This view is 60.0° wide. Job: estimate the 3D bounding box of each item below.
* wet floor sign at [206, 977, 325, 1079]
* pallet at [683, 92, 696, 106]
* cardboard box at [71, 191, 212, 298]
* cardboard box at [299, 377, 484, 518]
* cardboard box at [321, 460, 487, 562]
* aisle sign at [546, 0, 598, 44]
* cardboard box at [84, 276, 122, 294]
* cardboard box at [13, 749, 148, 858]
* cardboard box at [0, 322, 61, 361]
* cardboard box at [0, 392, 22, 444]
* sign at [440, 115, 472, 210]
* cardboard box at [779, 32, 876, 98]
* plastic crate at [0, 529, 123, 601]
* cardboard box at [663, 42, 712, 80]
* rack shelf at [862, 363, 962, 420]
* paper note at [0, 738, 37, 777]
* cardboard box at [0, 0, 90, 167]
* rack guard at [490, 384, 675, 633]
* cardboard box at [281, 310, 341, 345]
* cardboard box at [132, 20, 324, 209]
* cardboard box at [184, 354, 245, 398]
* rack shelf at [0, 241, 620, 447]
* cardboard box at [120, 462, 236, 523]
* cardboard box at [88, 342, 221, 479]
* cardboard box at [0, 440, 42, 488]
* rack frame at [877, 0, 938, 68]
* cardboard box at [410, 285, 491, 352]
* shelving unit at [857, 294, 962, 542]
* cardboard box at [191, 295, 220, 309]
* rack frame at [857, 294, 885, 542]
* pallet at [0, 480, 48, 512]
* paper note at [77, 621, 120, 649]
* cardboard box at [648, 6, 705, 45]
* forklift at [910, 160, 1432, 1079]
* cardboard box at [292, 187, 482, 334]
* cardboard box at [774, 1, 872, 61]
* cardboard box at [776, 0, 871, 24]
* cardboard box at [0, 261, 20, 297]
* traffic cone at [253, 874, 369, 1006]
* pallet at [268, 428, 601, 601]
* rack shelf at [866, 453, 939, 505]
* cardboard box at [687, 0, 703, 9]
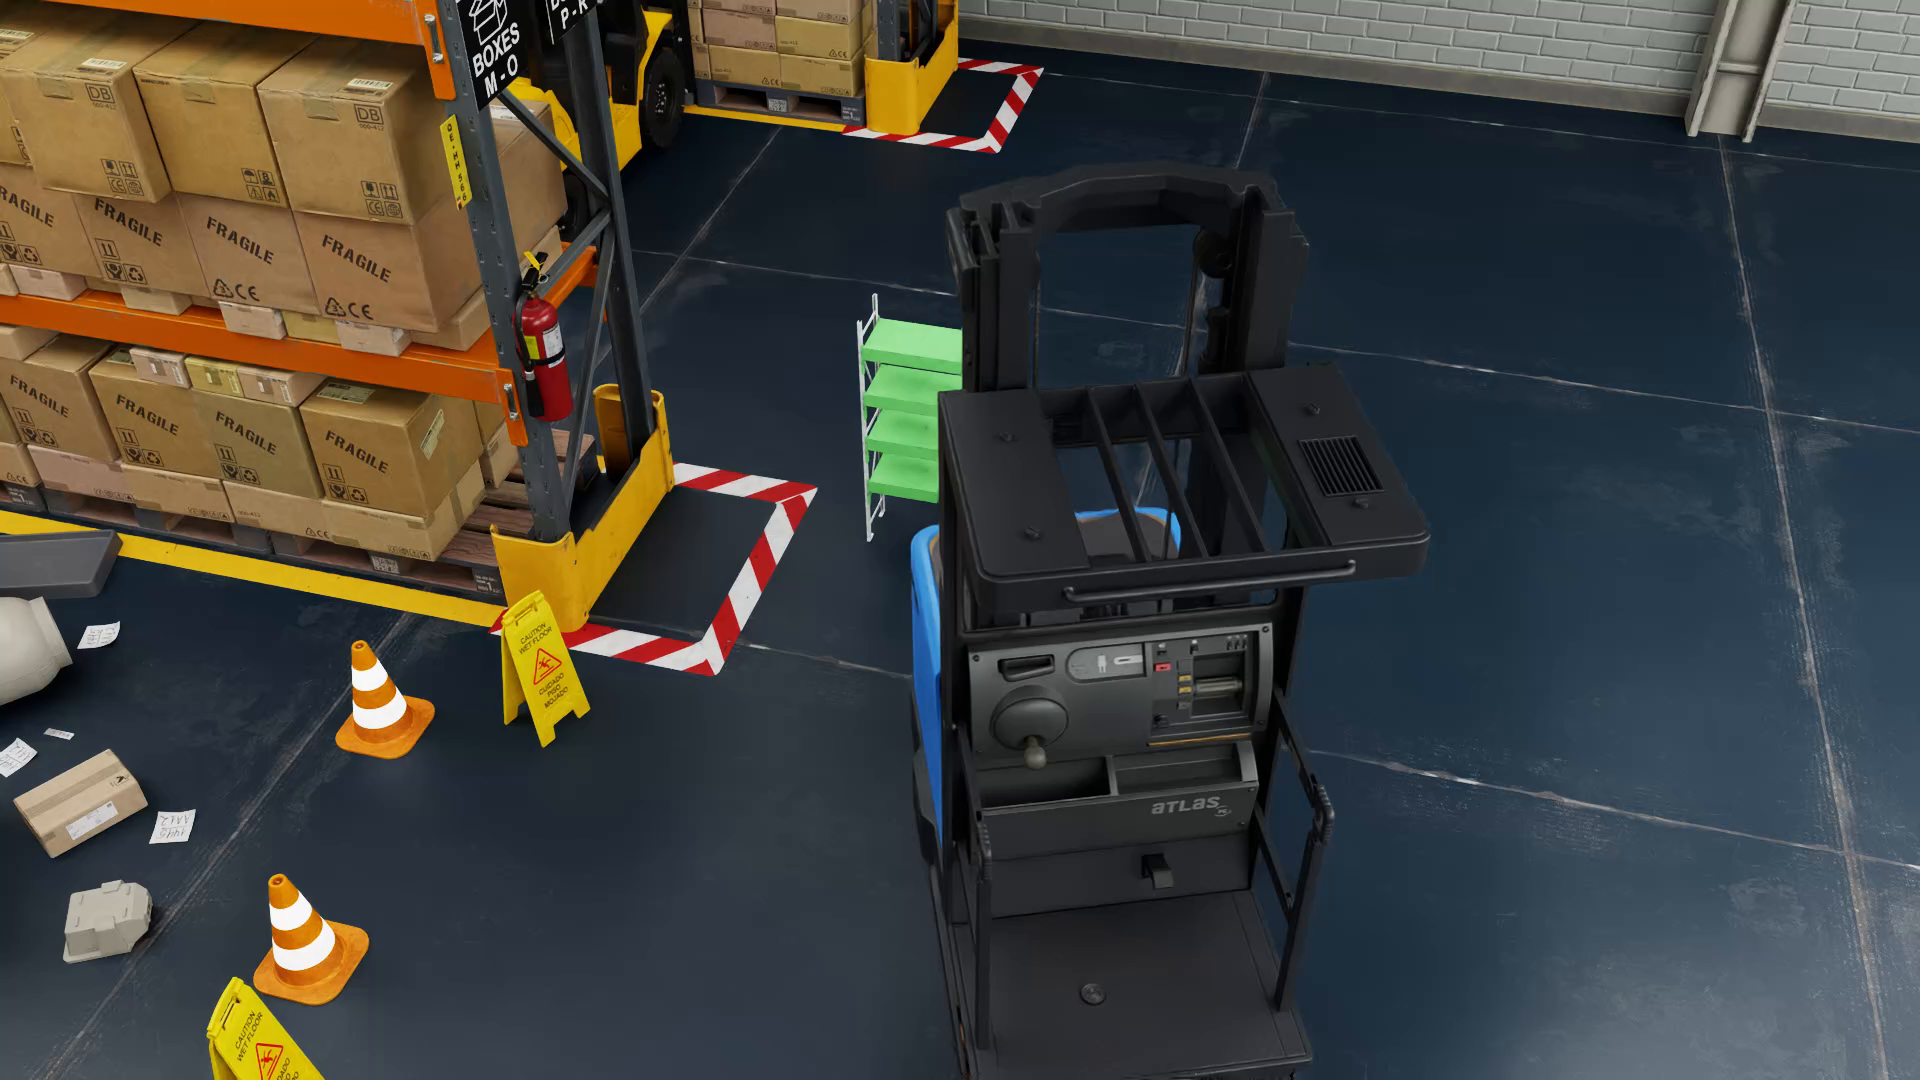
[{"bbox_3d":[-2.261,1.657,5.299,0.232,0.644,0.267,3,40,4],"label":"wet floor sign"},{"bbox_3d":[-2.263,-3.433,11.698,1.213,0.211,1.003,10,41,11],"label":"pallet"},{"bbox_3d":[-3.179,-1.354,6.745,0.500,0.500,0.500,10,41,11],"label":"cardboard box"},{"bbox_3d":[-2.460,-0.477,7.239,0.500,0.500,0.500,10,41,12],"label":"cardboard box"},{"bbox_3d":[-2.492,-0.190,7.480,0.500,0.250,0.500,10,41,11],"label":"cardboard box"},{"bbox_3d":[-1.478,-2.289,6.146,0.004,0.787,0.394,10,41,11],"label":"aisle sign"},{"bbox_3d":[-3.507,-1.210,7.078,0.250,0.149,0.380,10,41,11],"label":"cardboard box"},{"bbox_3d":[-3.406,1.018,6.447,0.250,0.149,0.380,33,50,33],"label":"cardboard box"},{"bbox_3d":[-4.119,-0.968,7.319,0.250,0.149,0.380,12,41,14],"label":"cardboard box"},{"bbox_3d":[-4.462,-0.823,7.651,0.500,0.500,0.500,11,41,13],"label":"cardboard box"},{"bbox_3d":[-1.781,-1.334,5.884,0.005,0.325,0.100,10,41,11],"label":"sign"},{"bbox_3d":[-0.875,-3.185,11.046,0.500,0.250,0.500,10,41,12],"label":"cardboard box"},{"bbox_3d":[-4.178,0.113,7.578,0.583,0.080,0.402,-3,40,-4],"label":"plastic crate"},{"bbox_3d":[-1.833,-3.362,11.257,0.500,0.250,0.500,10,41,12],"label":"cardboard box"},{"bbox_3d":[-0.160,-0.622,7.308,0.480,0.148,0.258,10,41,11],"label":"rack shelf"},{"bbox_3d":[-3.828,0.876,6.717,0.142,0.019,0.148,24,46,26],"label":"paper note"},{"bbox_3d":[-3.621,-1.874,6.587,0.500,0.500,0.700,10,41,11],"label":"cardboard box"},{"bbox_3d":[-1.692,-0.166,7.584,0.348,0.500,1.175,10,41,11],"label":"rack guard"},{"bbox_3d":[-2.551,-0.973,6.796,0.250,0.149,0.380,9,41,11],"label":"cardboard box"},{"bbox_3d":[-2.655,-1.684,6.361,0.500,0.500,0.700,10,41,12],"label":"cardboard box"},{"bbox_3d":[-3.074,-0.789,7.105,0.250,0.149,0.380,10,41,12],"label":"cardboard box"},{"bbox_3d":[-3.551,-1.168,7.392,4.000,0.370,1.077,10,41,11],"label":"rack shelf"},{"bbox_3d":[-3.474,-0.361,7.683,0.500,0.250,0.500,8,41,10],"label":"cardboard box"},{"bbox_3d":[-3.451,-0.650,7.444,0.500,0.500,0.500,9,41,10],"label":"cardboard box"},{"bbox_3d":[-4.464,-0.536,7.892,0.500,0.250,0.500,12,41,14],"label":"cardboard box"},{"bbox_3d":[-0.339,-4.195,10.437,0.127,3.000,1.000,10,41,11],"label":"rack frame"},{"bbox_3d":[-2.035,-0.944,6.761,0.250,0.149,0.380,11,41,13],"label":"cardboard box"},{"bbox_3d":[-0.160,-0.487,7.421,0.503,1.200,0.258,10,41,11],"label":"shelving unit"},{"bbox_3d":[-3.018,-1.127,6.979,0.250,0.149,0.380,10,41,12],"label":"cardboard box"},{"bbox_3d":[-0.396,-0.528,7.470,0.015,1.200,0.240,10,41,11],"label":"rack frame"},{"bbox_3d":[-4.825,-0.618,8.347,1.213,0.211,1.003,10,41,11],"label":"pallet"},{"bbox_3d":[-3.757,0.413,7.258,0.148,0.019,0.142,-3,40,-4],"label":"paper note"},{"bbox_3d":[-1.876,-3.544,11.085,0.500,0.250,0.500,9,41,10],"label":"cardboard box"},{"bbox_3d":[0.520,0.541,4.852,1.130,2.935,3.031,-5,40,-6],"label":"forklift"},{"bbox_3d":[-2.214,-1.182,6.541,0.500,0.500,0.500,9,41,11],"label":"cardboard box"},{"bbox_3d":[-0.890,-3.381,10.891,0.500,0.250,0.500,9,41,11],"label":"cardboard box"},{"bbox_3d":[-0.864,-3.569,10.726,0.500,0.250,0.500,11,41,13],"label":"cardboard box"},{"bbox_3d":[-4.028,-1.209,7.078,0.250,0.149,0.380,10,41,12],"label":"cardboard box"},{"bbox_3d":[-2.326,1.337,5.823,0.334,0.463,0.336,10,41,11],"label":"traffic cone"},{"bbox_3d":[-2.468,-0.213,7.864,1.213,0.211,1.003,10,41,11],"label":"pallet"},{"bbox_3d":[-0.160,-0.254,7.617,0.480,0.148,0.258,10,41,11],"label":"rack shelf"},{"bbox_3d":[-1.849,-3.728,10.915,0.500,0.250,0.500,10,41,12],"label":"cardboard box"}]
